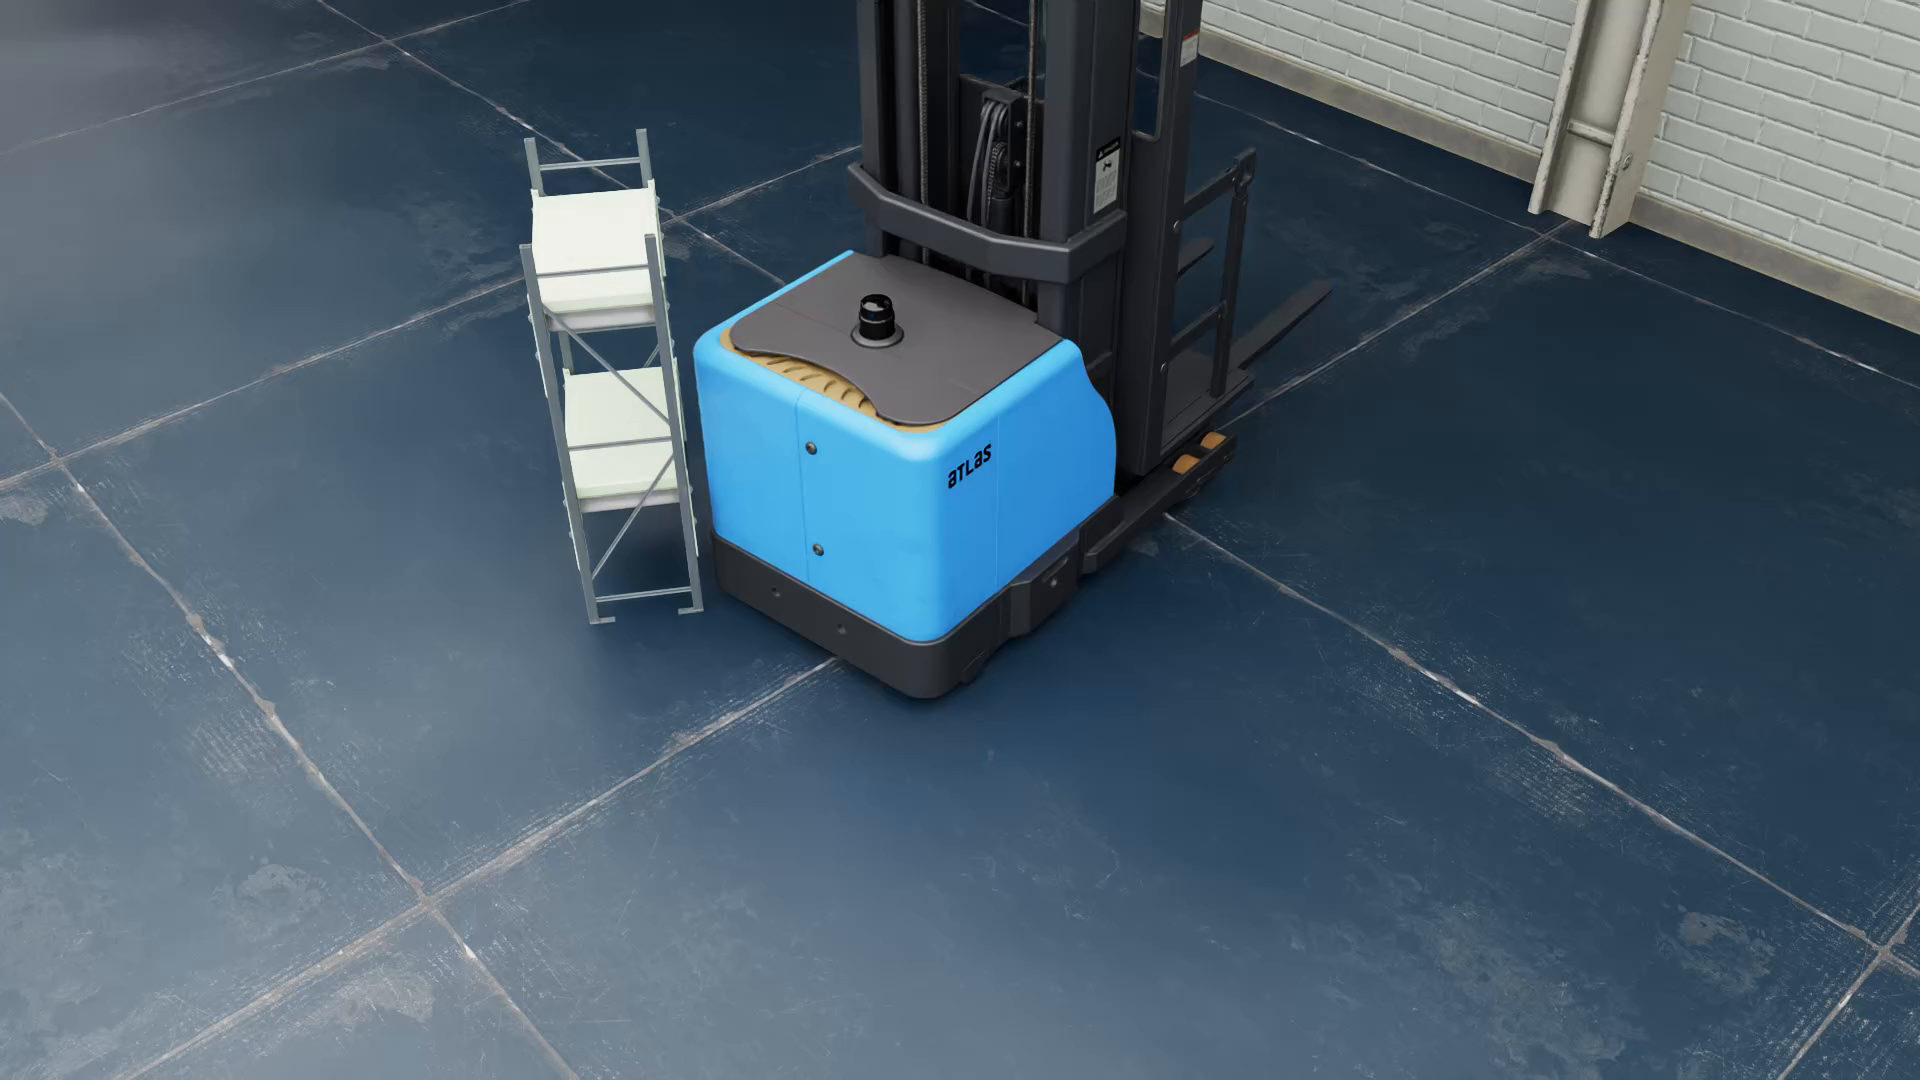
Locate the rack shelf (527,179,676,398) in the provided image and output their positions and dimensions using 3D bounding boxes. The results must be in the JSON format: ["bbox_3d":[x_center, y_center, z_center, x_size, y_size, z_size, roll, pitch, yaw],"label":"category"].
[{"bbox_3d":[-1.179,-0.842,5.477,0.431,0.370,0.720,-7,39,-8],"label":"rack shelf"}]

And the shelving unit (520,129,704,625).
[{"bbox_3d":[-1.179,-0.538,5.722,0.431,1.500,0.755,-7,39,-8],"label":"shelving unit"}]

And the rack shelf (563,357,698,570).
[{"bbox_3d":[-1.179,-0.284,5.927,0.431,0.370,0.720,-7,39,-8],"label":"rack shelf"}]

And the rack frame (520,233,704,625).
[{"bbox_3d":[-1.113,-0.312,5.442,0.400,1.500,0.023,-7,39,-8],"label":"rack frame"}]

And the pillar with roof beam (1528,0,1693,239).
[{"bbox_3d":[-0.100,-3.285,3.156,9.100,9.000,0.400,-30,48,-32],"label":"pillar with roof beam"}]

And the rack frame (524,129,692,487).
[{"bbox_3d":[-1.246,-0.764,6.002,0.400,1.500,0.023,-7,39,-8],"label":"rack frame"}]

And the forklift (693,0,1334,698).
[{"bbox_3d":[0.434,-1.482,5.752,1.130,2.935,3.031,27,46,29],"label":"forklift"}]
